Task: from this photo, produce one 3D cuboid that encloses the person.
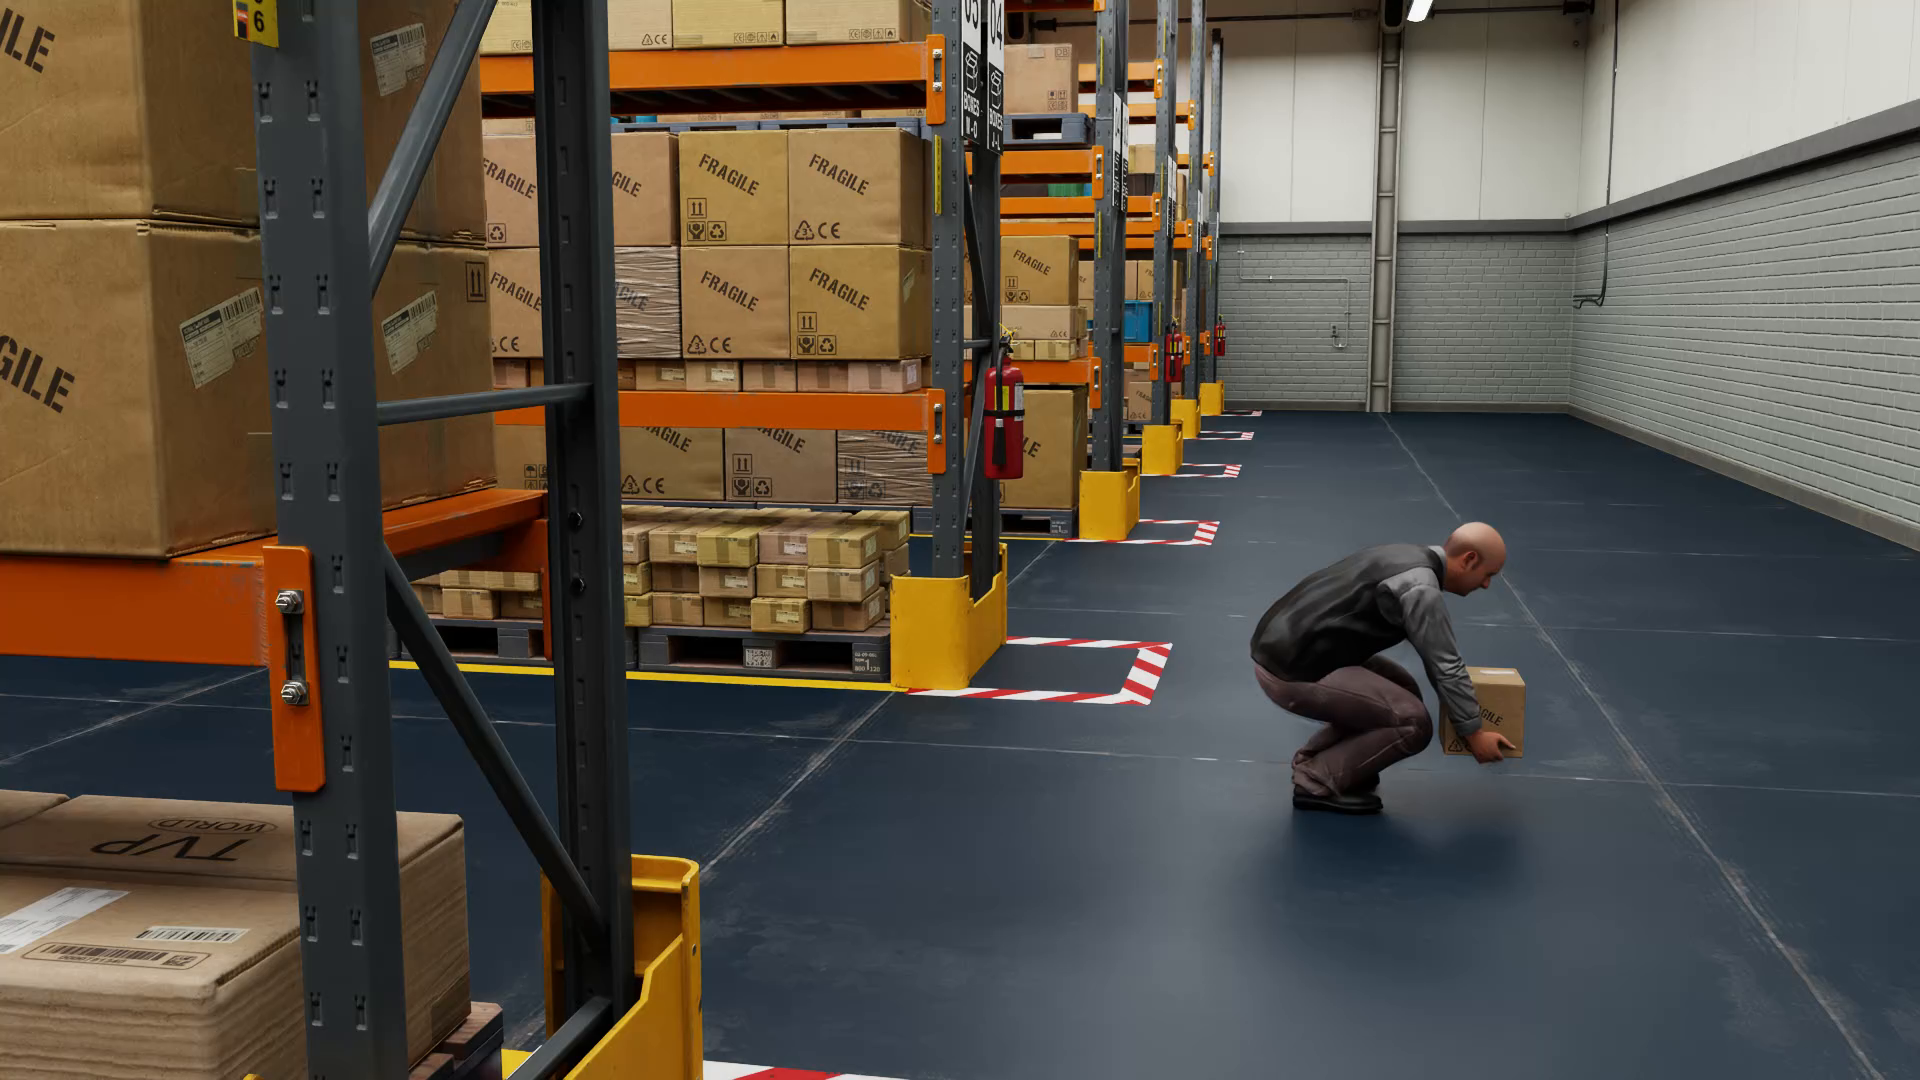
[{"bbox_3d":[1.434,0.418,5.676,0.879,0.970,0.515,1,8,10],"label":"person"}]
